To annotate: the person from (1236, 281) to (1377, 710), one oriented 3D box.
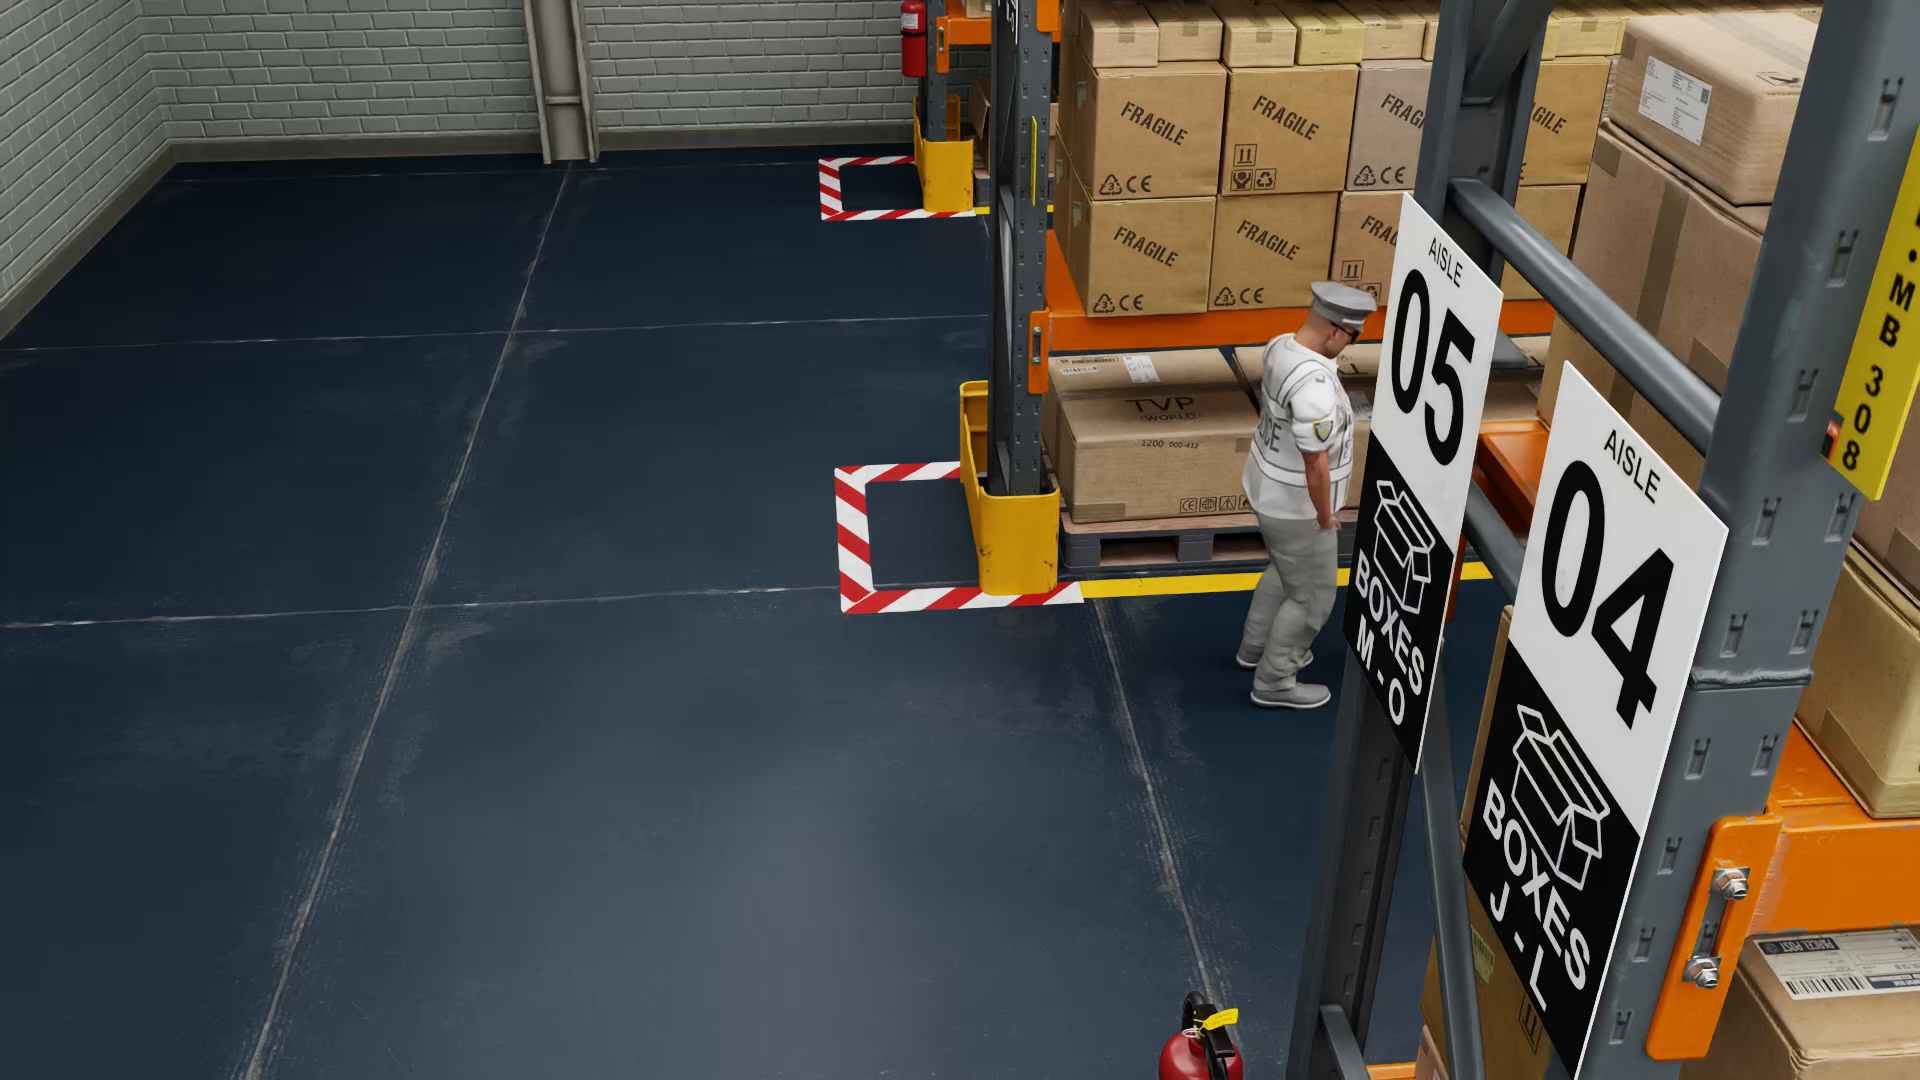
[{"bbox_3d":[1.303,-0.169,6.440,0.408,1.729,0.541,-2,31,-4],"label":"person"}]
